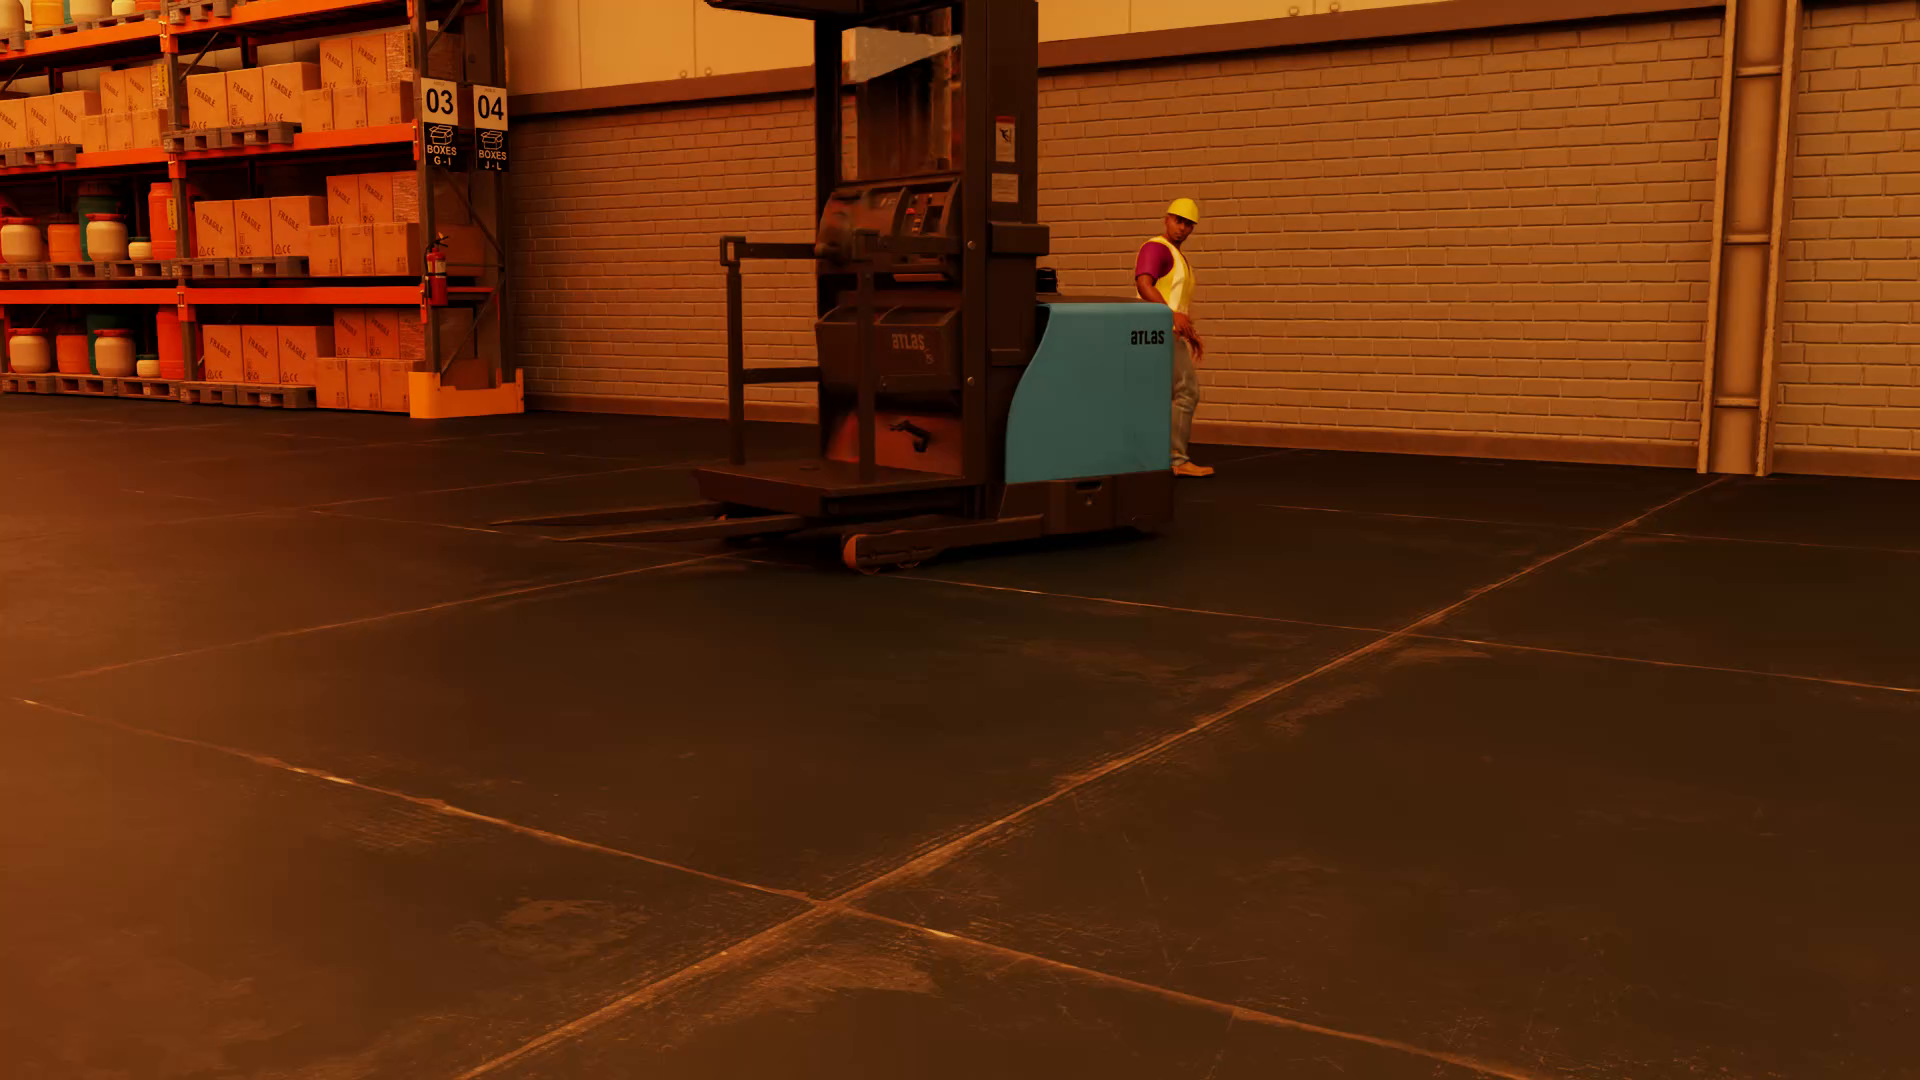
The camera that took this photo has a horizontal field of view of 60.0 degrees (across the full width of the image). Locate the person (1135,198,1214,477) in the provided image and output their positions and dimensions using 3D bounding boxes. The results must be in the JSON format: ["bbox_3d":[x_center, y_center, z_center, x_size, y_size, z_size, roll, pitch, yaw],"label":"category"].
[{"bbox_3d":[1.365,-1.271,10.430,0.510,1.727,0.778,2,8,12],"label":"person"}]

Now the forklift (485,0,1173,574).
[{"bbox_3d":[-0.475,-1.397,7.017,3.031,2.935,1.130,-6,10,-38],"label":"forklift"}]
